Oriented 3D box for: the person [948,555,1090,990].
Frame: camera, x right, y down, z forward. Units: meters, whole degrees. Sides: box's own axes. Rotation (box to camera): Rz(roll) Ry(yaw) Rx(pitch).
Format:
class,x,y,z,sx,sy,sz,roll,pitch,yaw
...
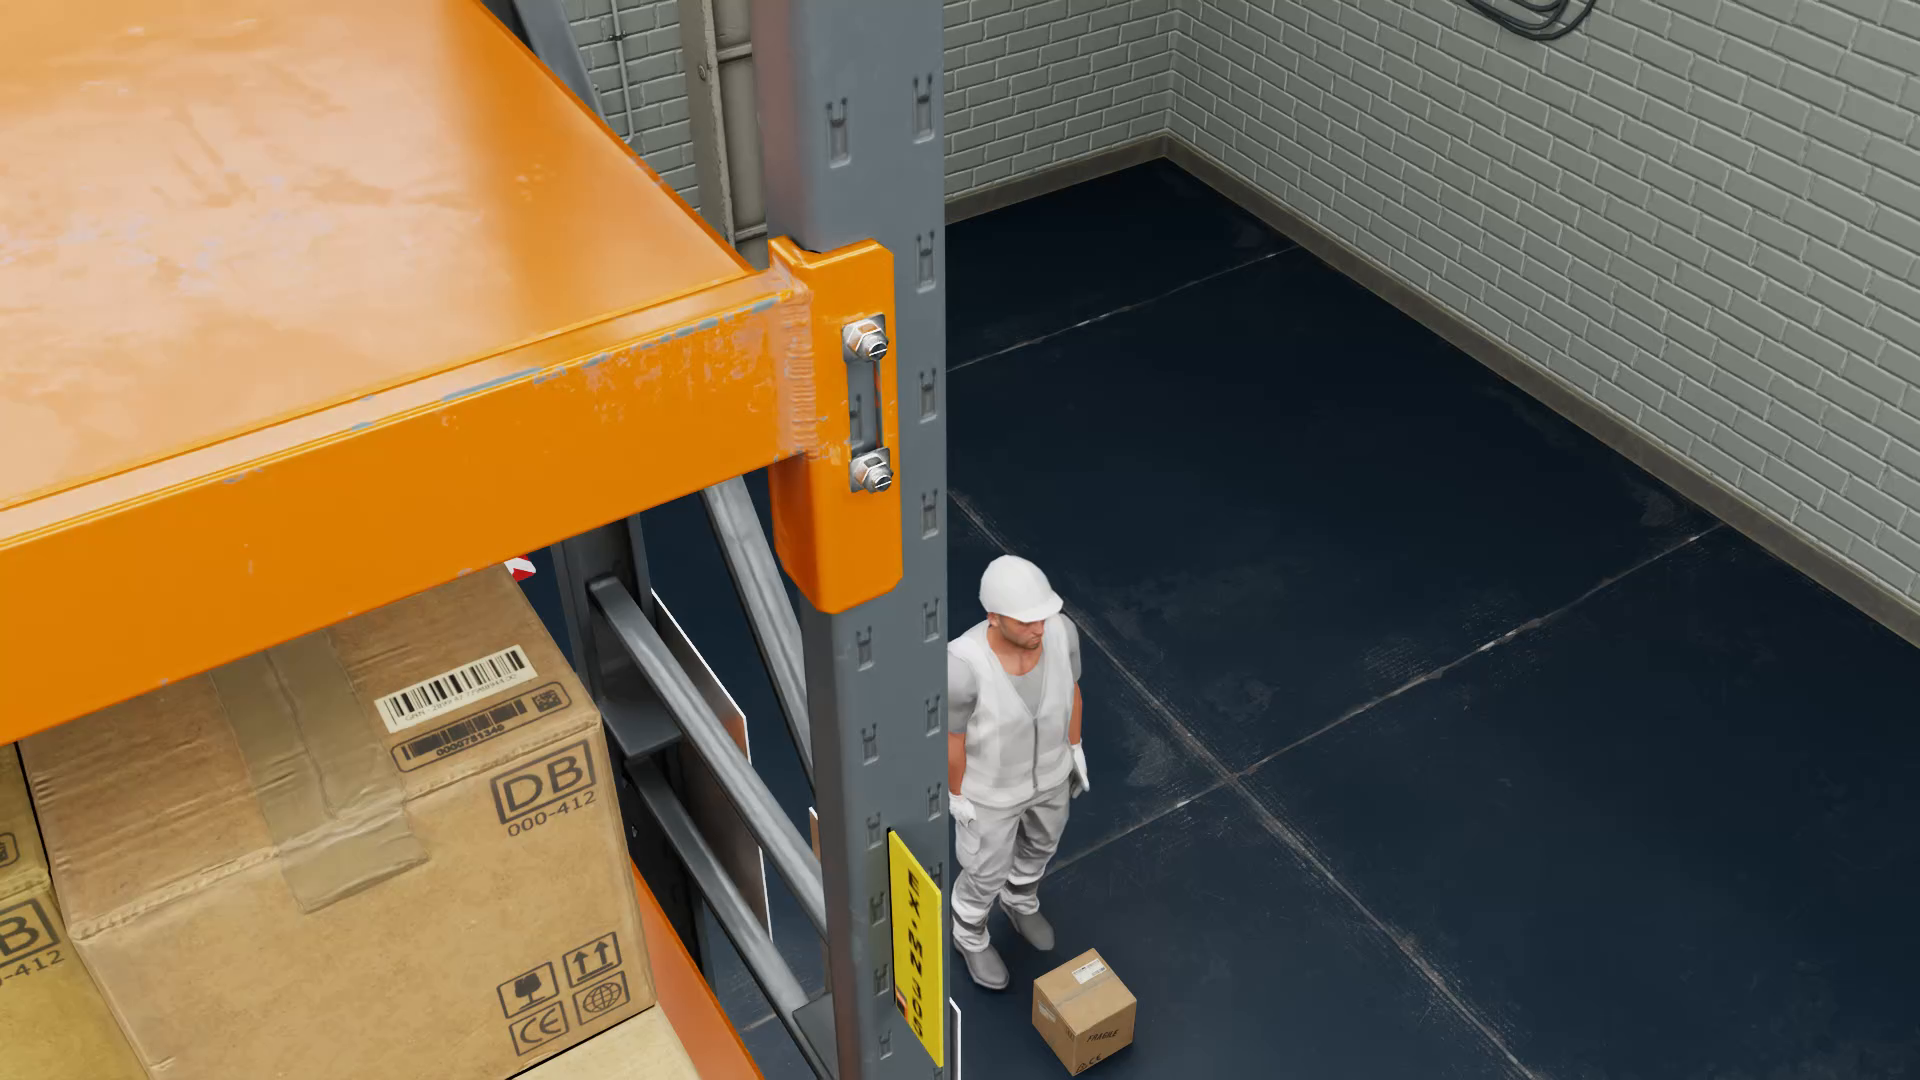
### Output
class,x,y,z,sx,sy,sz,roll,pitch,yaw
person,0.182,0.779,5.444,0.524,1.810,0.362,-21,45,-23
